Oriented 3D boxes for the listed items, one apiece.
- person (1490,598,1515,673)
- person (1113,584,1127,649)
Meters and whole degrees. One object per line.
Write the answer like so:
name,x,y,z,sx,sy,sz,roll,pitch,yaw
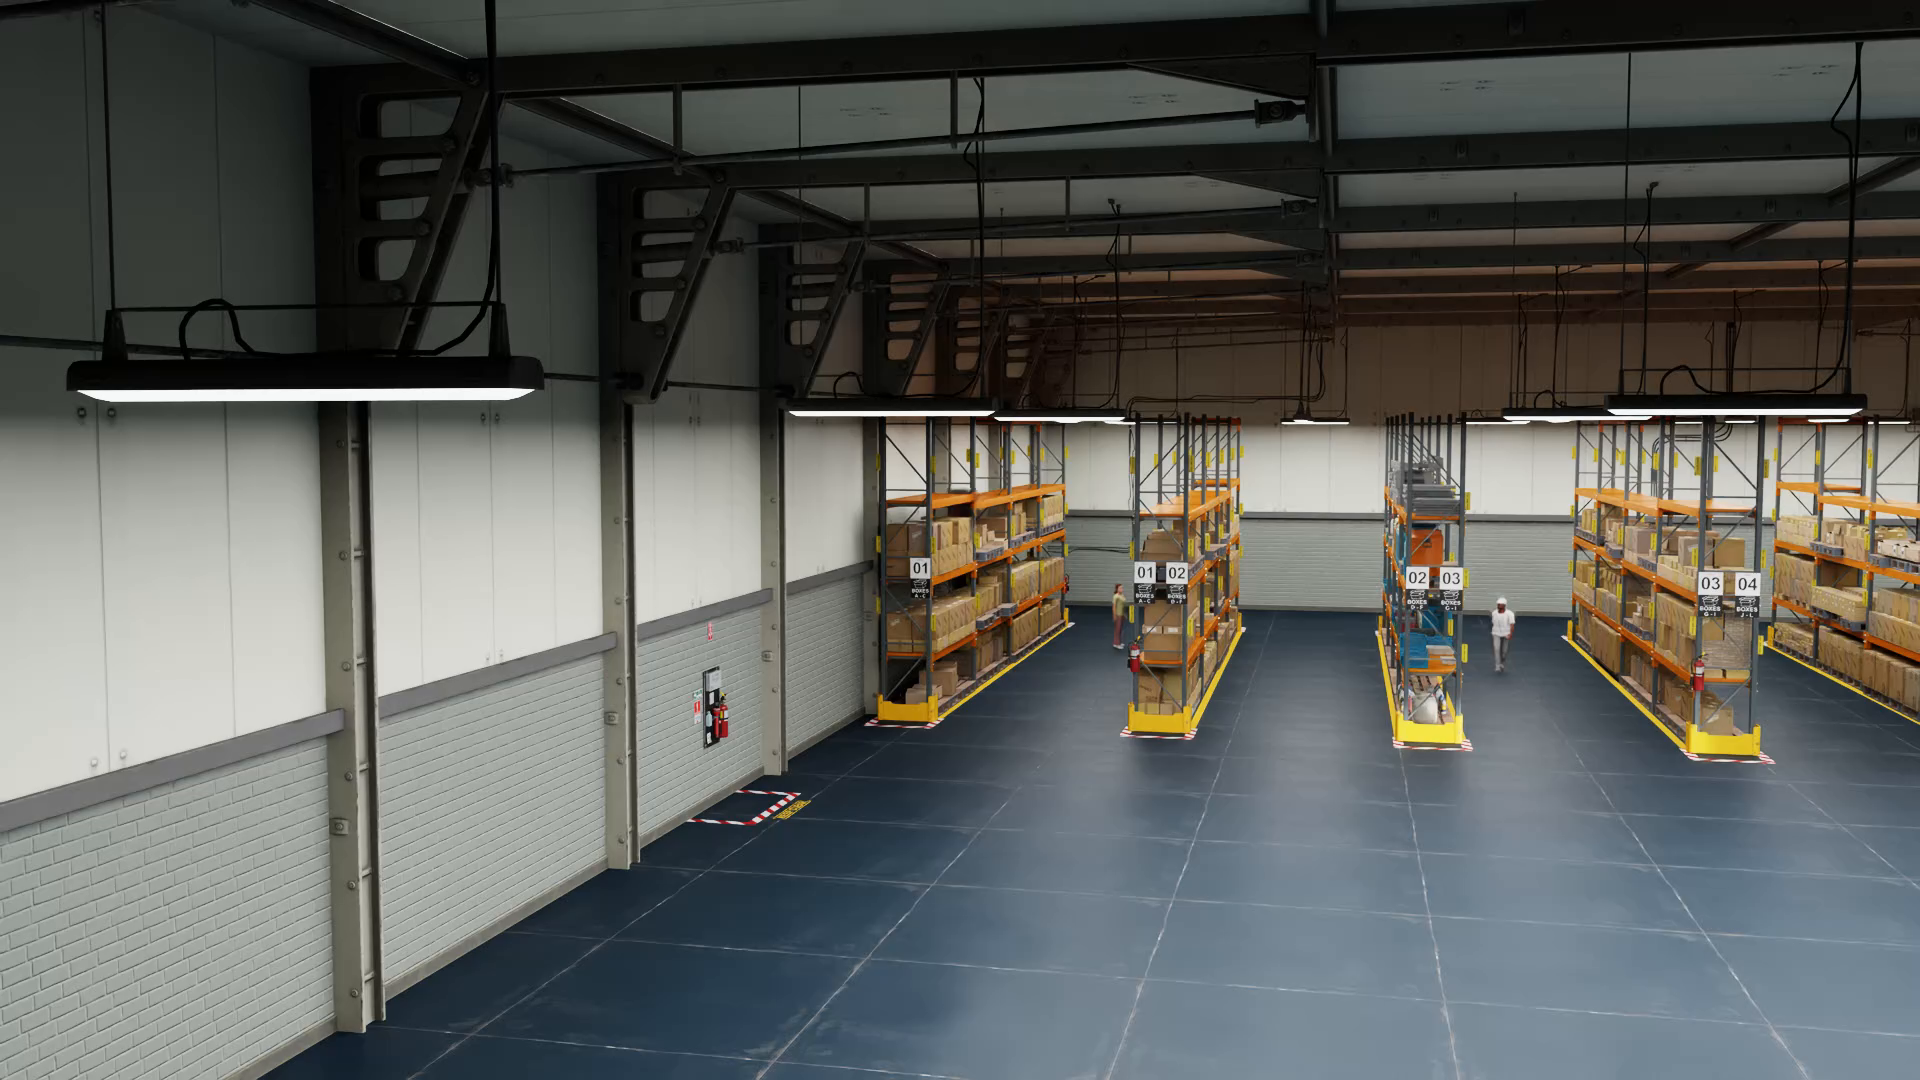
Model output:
person,12.703,2.223,38.907,0.507,1.718,1.058,1,4,12
person,4.150,1.975,43.198,0.385,1.695,0.498,3,5,34
